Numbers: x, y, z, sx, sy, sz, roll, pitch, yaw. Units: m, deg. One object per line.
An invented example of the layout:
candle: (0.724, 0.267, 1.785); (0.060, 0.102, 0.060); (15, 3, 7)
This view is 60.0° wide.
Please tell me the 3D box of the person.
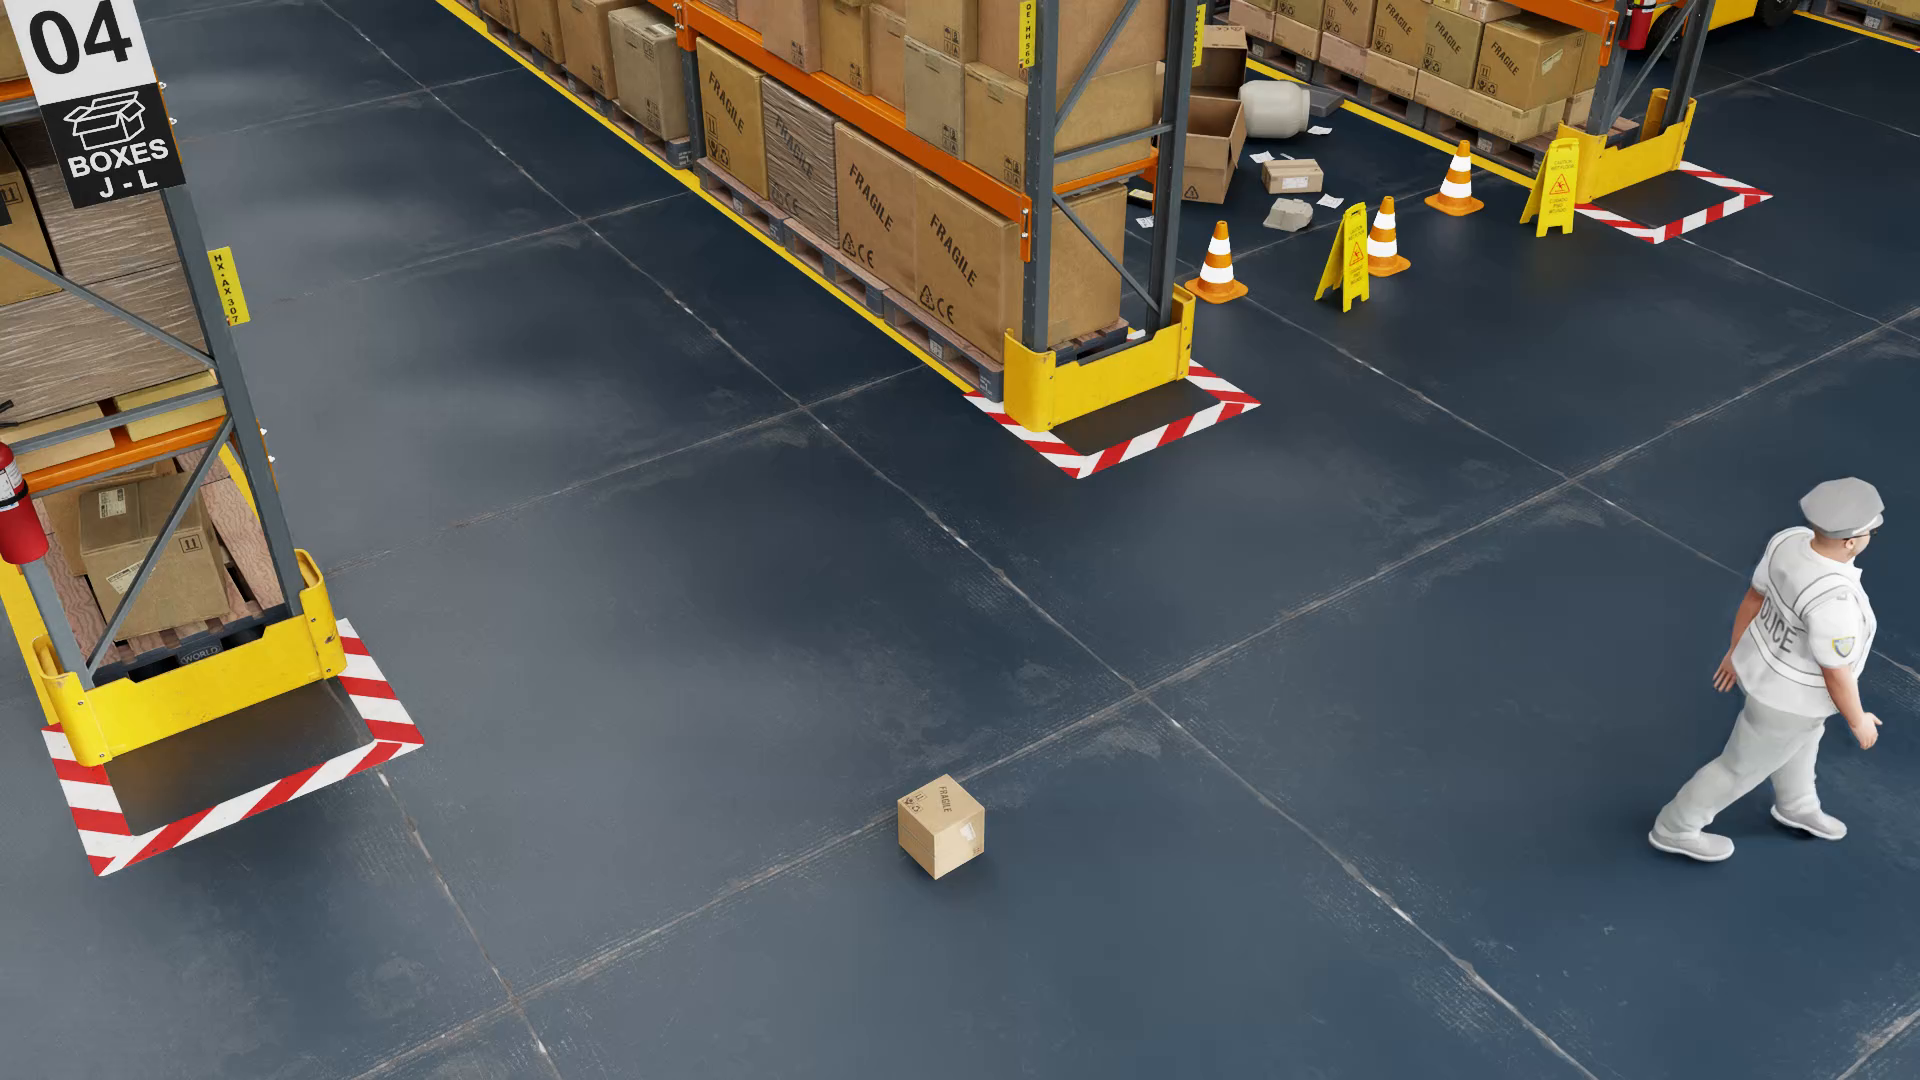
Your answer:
person: (3.204, 0.556, 6.229); (0.844, 1.785, 0.536); (3, 36, 4)
